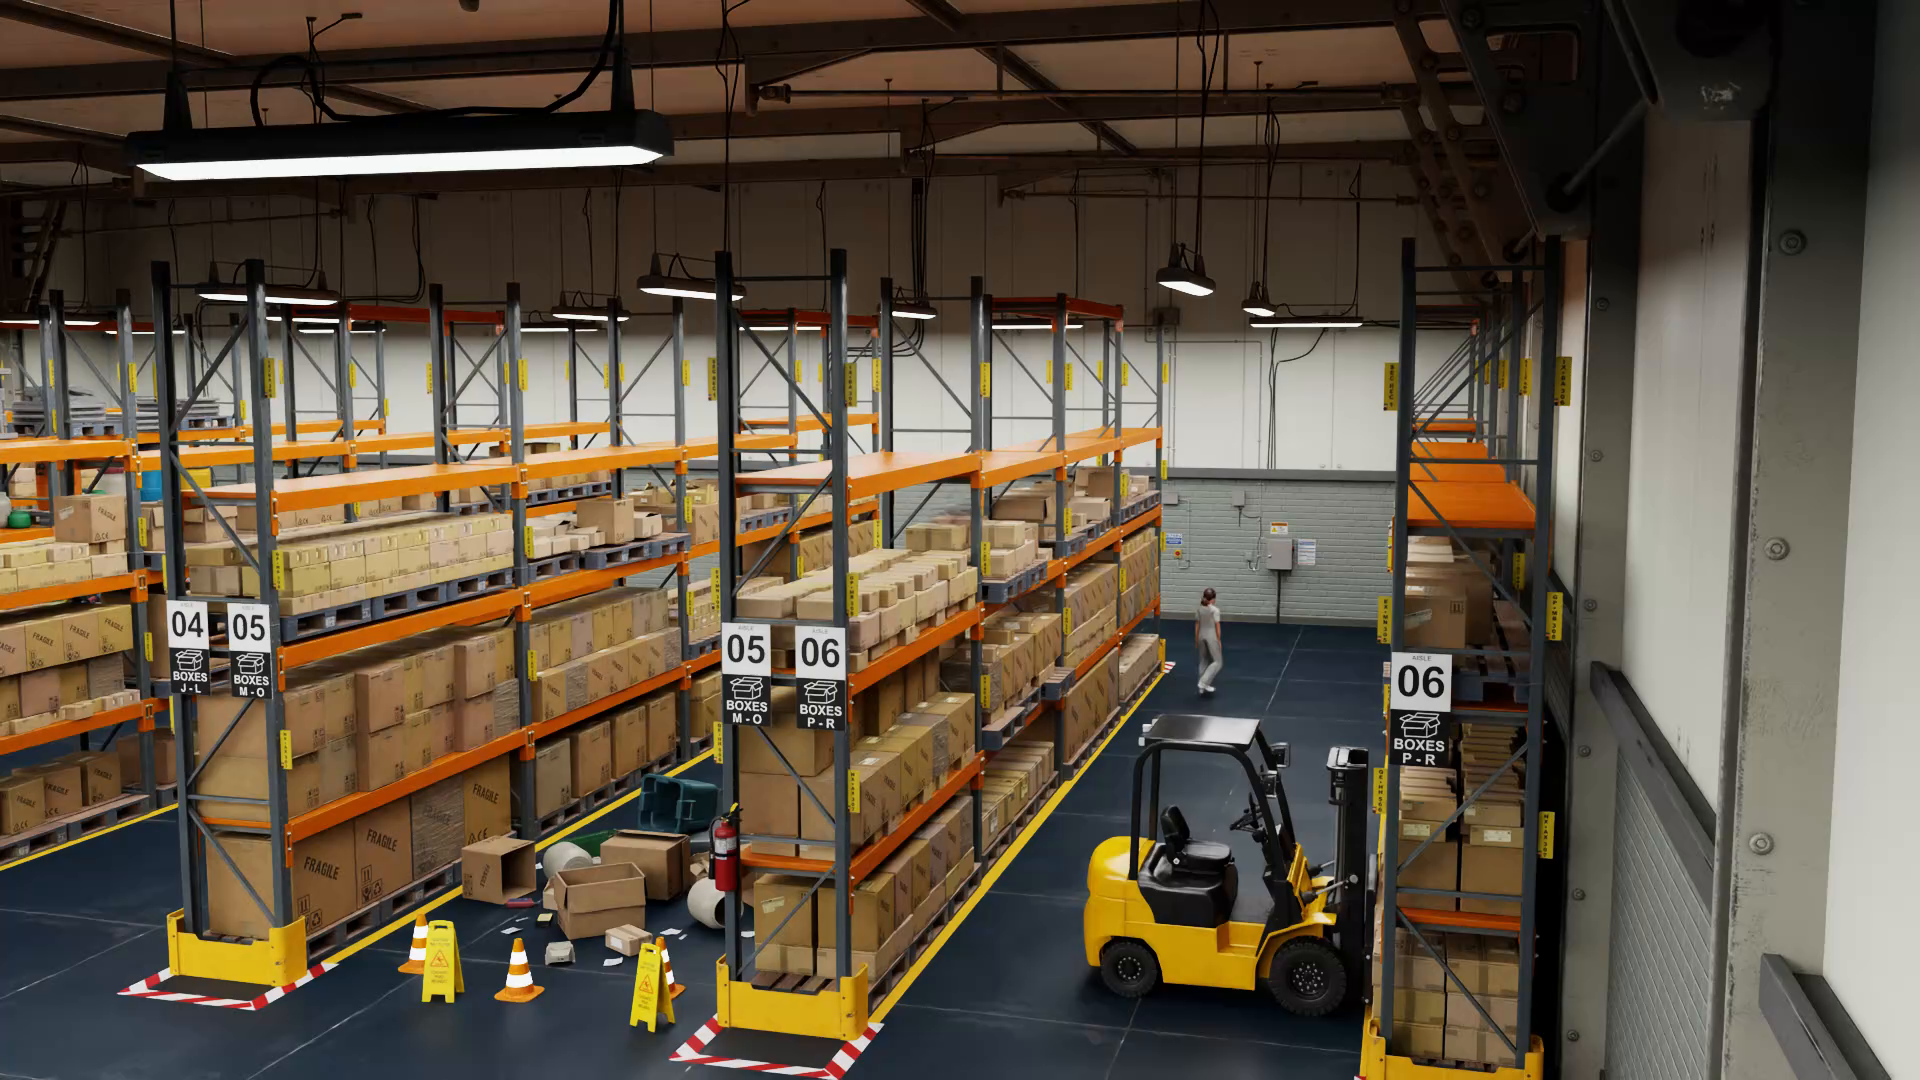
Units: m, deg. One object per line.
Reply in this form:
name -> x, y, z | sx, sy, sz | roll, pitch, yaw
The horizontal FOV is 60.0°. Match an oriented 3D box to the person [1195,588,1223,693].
person -> 3.845, 1.612, 25.997 | 0.522, 1.623, 0.473 | -6, 8, -44

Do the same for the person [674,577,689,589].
person -> -4.711, 1.327, 28.917 | 0.565, 1.580, 0.692 | 3, 7, 25
